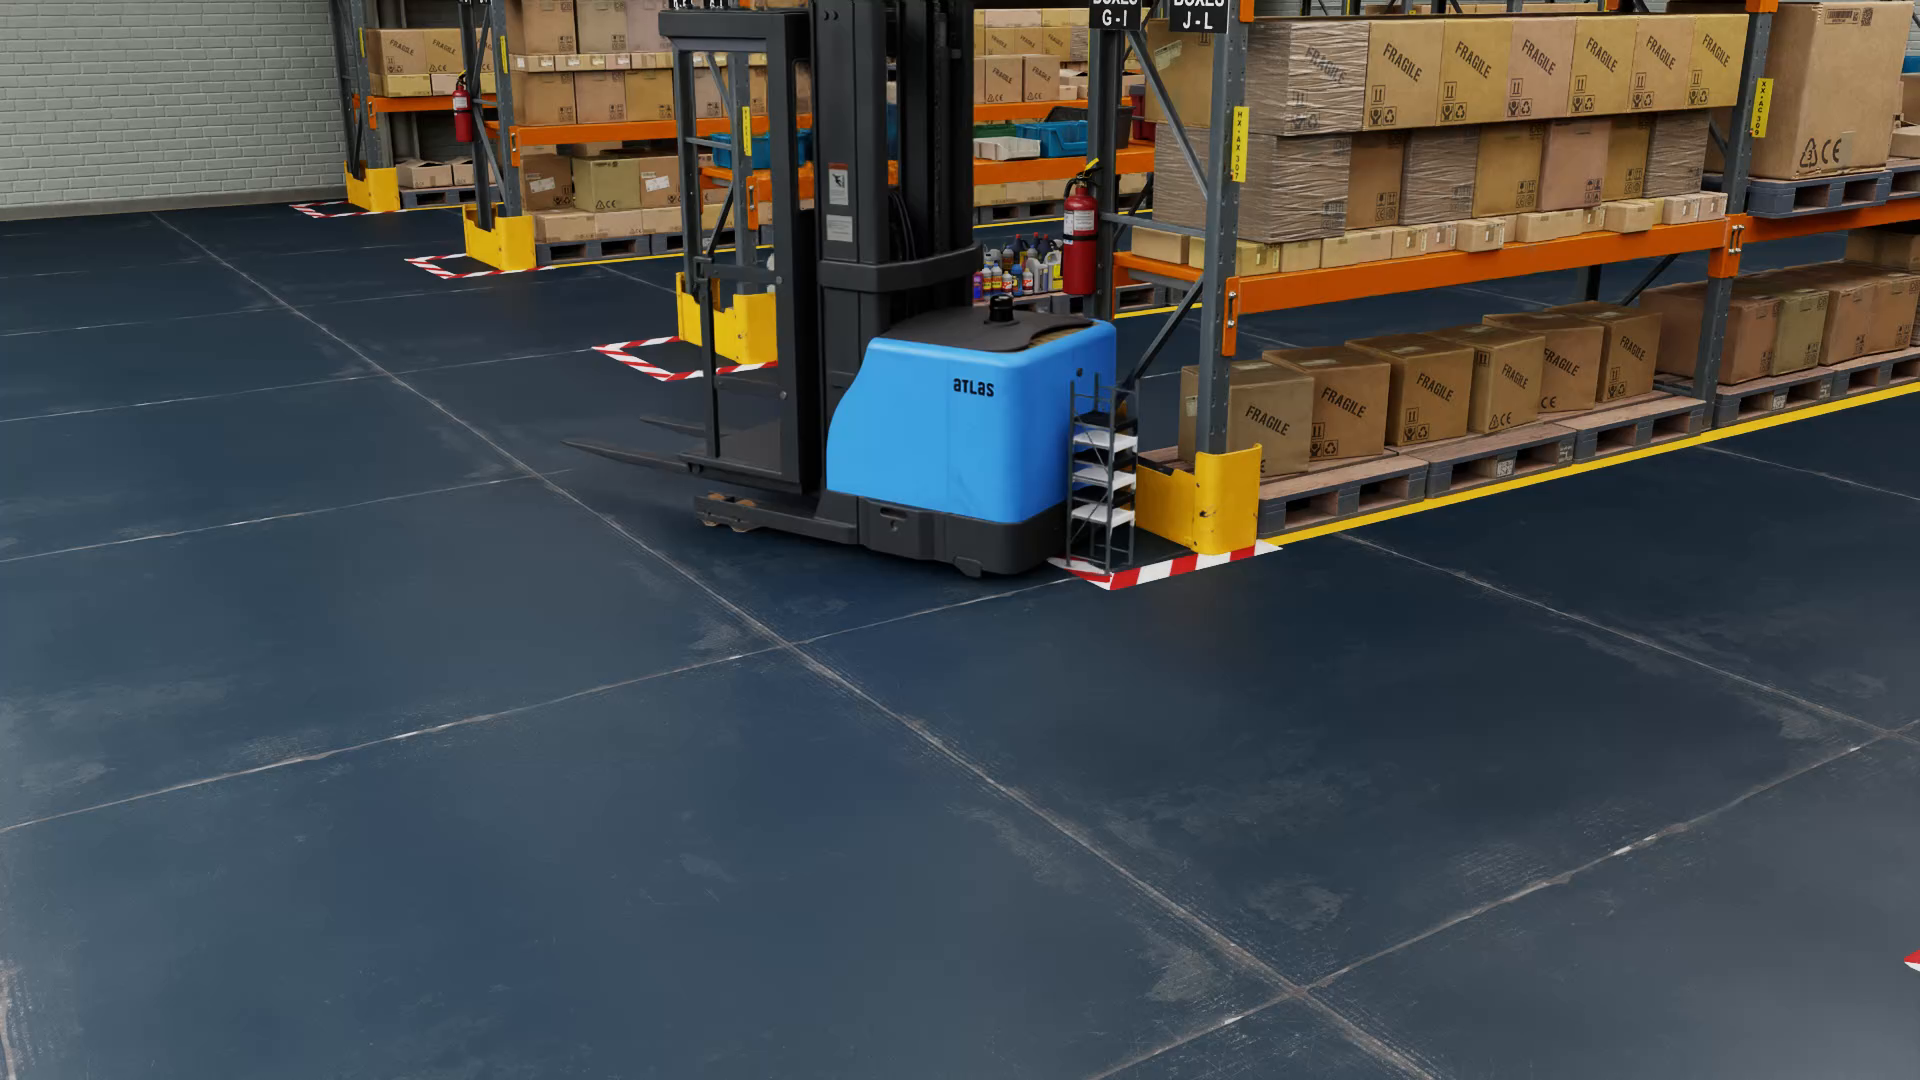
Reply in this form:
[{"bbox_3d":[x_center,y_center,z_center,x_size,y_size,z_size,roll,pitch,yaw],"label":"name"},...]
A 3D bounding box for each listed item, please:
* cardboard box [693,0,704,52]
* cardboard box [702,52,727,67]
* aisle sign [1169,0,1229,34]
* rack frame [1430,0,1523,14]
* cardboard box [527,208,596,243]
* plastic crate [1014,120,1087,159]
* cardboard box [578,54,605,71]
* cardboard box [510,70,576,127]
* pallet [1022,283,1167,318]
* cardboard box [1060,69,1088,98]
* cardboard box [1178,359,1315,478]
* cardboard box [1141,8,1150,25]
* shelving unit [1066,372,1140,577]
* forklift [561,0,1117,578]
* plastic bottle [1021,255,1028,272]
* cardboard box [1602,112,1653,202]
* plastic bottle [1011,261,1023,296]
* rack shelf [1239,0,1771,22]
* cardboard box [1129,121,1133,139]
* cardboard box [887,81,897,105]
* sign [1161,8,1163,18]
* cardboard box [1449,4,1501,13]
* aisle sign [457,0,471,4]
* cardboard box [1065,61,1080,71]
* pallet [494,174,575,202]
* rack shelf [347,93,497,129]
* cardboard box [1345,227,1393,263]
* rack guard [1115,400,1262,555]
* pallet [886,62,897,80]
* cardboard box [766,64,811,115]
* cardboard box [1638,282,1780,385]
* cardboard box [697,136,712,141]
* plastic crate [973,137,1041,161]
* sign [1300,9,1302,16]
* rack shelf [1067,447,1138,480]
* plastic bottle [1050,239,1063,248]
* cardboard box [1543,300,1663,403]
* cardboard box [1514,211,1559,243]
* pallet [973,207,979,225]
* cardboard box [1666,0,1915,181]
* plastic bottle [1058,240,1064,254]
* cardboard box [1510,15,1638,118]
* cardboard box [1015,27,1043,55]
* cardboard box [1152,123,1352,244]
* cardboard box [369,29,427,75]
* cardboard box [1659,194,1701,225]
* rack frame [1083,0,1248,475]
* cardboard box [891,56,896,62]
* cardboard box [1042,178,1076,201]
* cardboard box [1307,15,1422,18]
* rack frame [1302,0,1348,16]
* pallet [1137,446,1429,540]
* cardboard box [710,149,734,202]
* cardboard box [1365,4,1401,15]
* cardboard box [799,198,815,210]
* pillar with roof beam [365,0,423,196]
[{"bbox_3d":[-2.774,-5.184,16.713,0.500,0.500,0.700,-12,22,-31],"label":"cardboard box"},{"bbox_3d":[-2.541,-4.845,16.725,0.250,0.149,0.380,-11,22,-30],"label":"cardboard box"},{"bbox_3d":[1.068,-2.652,7.347,0.004,0.787,0.394,-12,22,-31],"label":"aisle sign"},{"bbox_3d":[4.912,-4.246,16.120,0.127,3.000,1.000,-12,22,-31],"label":"rack frame"},{"bbox_3d":[-3.920,-3.094,16.349,0.500,0.250,0.500,-12,22,-31],"label":"cardboard box"},{"bbox_3d":[0.796,-3.203,13.268,0.616,0.251,0.499,-12,22,-31],"label":"plastic crate"},{"bbox_3d":[-3.616,-4.619,16.056,0.250,0.149,0.380,-12,22,-31],"label":"cardboard box"},{"bbox_3d":[-4.094,-4.288,16.090,0.500,0.500,0.700,-12,22,-31],"label":"cardboard box"},{"bbox_3d":[0.988,-2.113,14.166,1.213,0.211,1.003,-12,22,-31],"label":"pallet"},{"bbox_3d":[1.337,-5.423,19.743,0.500,0.311,0.500,-12,22,-32],"label":"cardboard box"},{"bbox_3d":[1.485,-0.632,8.678,0.500,0.500,0.500,-8,20,-21],"label":"cardboard box"},{"bbox_3d":[2.555,-8.003,25.410,0.500,0.250,0.500,-11,22,-30],"label":"cardboard box"},{"bbox_3d":[0.661,-0.304,7.736,0.258,0.900,0.210,14,23,35],"label":"shelving unit"},{"bbox_3d":[-0.747,-1.553,8.261,3.031,2.935,1.130,12,22,31],"label":"forklift"},{"bbox_3d":[0.565,-2.182,13.571,0.133,0.283,0.061,-12,22,-31],"label":"plastic bottle"},{"bbox_3d":[3.449,-2.263,9.635,0.500,0.500,0.875,-12,22,-31],"label":"cardboard box"},{"bbox_3d":[0.455,-2.102,13.353,0.097,0.271,0.097,0,19,0],"label":"plastic bottle"},{"bbox_3d":[2.625,-2.944,8.710,4.000,0.370,1.077,-12,22,-31],"label":"rack shelf"},{"bbox_3d":[2.333,-6.632,25.878,0.750,0.750,0.750,-12,22,-31],"label":"cardboard box"},{"bbox_3d":[-0.763,-4.894,18.272,0.500,0.250,0.500,-10,21,-28],"label":"cardboard box"},{"bbox_3d":[3.111,-7.968,25.445,0.005,0.325,0.100,-12,22,-31],"label":"sign"},{"bbox_3d":[6.940,-6.986,22.508,0.500,0.500,0.500,-13,22,-33],"label":"cardboard box"},{"bbox_3d":[-4.707,-5.461,15.655,0.004,0.787,0.394,-12,22,-31],"label":"aisle sign"},{"bbox_3d":[1.592,-7.143,25.052,0.250,0.149,0.380,-13,22,-33],"label":"cardboard box"},{"bbox_3d":[-5.439,-4.526,21.304,1.213,0.211,1.003,-12,22,-31],"label":"pallet"},{"bbox_3d":[-5.548,-5.498,20.948,4.000,0.370,1.077,-12,22,-31],"label":"rack shelf"},{"bbox_3d":[1.958,-1.508,8.414,0.250,0.149,0.380,-12,22,-31],"label":"cardboard box"},{"bbox_3d":[1.018,-0.341,8.473,0.348,0.500,1.175,-12,22,-31],"label":"rack guard"},{"bbox_3d":[-1.073,-6.651,23.534,1.003,0.211,1.213,-12,22,-31],"label":"pallet"},{"bbox_3d":[-1.954,-4.740,17.425,0.500,0.500,0.700,-12,22,-32],"label":"cardboard box"},{"bbox_3d":[4.820,-1.343,10.750,0.500,0.500,0.700,-14,23,-36],"label":"cardboard box"},{"bbox_3d":[-3.272,-5.350,22.601,0.500,0.500,0.700,-11,22,-30],"label":"cardboard box"},{"bbox_3d":[0.355,-3.063,13.032,0.437,0.136,0.530,-12,22,-31],"label":"plastic crate"},{"bbox_3d":[5.845,-8.902,28.417,0.005,0.325,0.100,-12,22,-31],"label":"sign"},{"bbox_3d":[0.661,-0.357,7.718,0.258,0.077,0.200,14,23,35],"label":"rack shelf"},{"bbox_3d":[0.809,-2.456,14.392,0.135,0.276,0.152,-11,22,-29],"label":"plastic bottle"},{"bbox_3d":[3.939,-1.171,10.274,0.500,0.500,0.500,-13,22,-33],"label":"cardboard box"},{"bbox_3d":[3.017,-1.721,9.043,0.250,0.149,0.380,-12,22,-31],"label":"cardboard box"},{"bbox_3d":[-0.556,-3.686,18.818,1.213,0.211,1.003,-12,22,-31],"label":"pallet"},{"bbox_3d":[5.036,-2.802,10.257,1.000,1.000,1.000,-12,22,-31],"label":"cardboard box"},{"bbox_3d":[0.868,-2.431,14.307,0.133,0.283,0.061,-12,22,-31],"label":"plastic bottle"},{"bbox_3d":[3.236,-2.549,8.920,0.500,0.500,0.500,-12,22,-31],"label":"cardboard box"},{"bbox_3d":[0.867,-7.287,24.465,0.500,0.500,0.500,-12,22,-32],"label":"cardboard box"},{"bbox_3d":[1.429,-1.790,8.234,0.500,0.500,0.875,-12,22,-31],"label":"cardboard box"},{"bbox_3d":[-6.654,-5.784,19.702,0.500,0.500,0.500,-12,22,-31],"label":"cardboard box"},{"bbox_3d":[4.063,-1.939,9.690,0.250,0.149,0.380,-12,22,-31],"label":"cardboard box"},{"bbox_3d":[0.955,-1.512,8.033,0.127,3.000,1.000,-12,22,-31],"label":"rack frame"},{"bbox_3d":[-0.924,-7.066,23.619,0.500,0.500,0.700,-15,24,-38],"label":"cardboard box"},{"bbox_3d":[1.035,-4.130,19.416,0.500,0.250,0.500,-11,22,-30],"label":"cardboard box"},{"bbox_3d":[2.112,-2.514,8.815,0.500,0.500,0.500,-12,22,-31],"label":"cardboard box"},{"bbox_3d":[6.145,-8.305,28.126,0.127,3.000,1.000,-12,22,-31],"label":"rack frame"},{"bbox_3d":[1.716,-0.338,8.915,1.213,0.211,1.003,-12,22,-31],"label":"pallet"},{"bbox_3d":[-2.256,-3.804,17.281,0.500,0.500,0.500,-12,22,-31],"label":"cardboard box"},{"bbox_3d":[5.812,-6.955,22.417,0.500,0.500,0.500,-12,22,-31],"label":"cardboard box"},{"bbox_3d":[-1.840,-3.538,17.663,0.500,0.250,0.500,-12,22,-31],"label":"cardboard box"},{"bbox_3d":[-4.741,-7.532,16.473,0.400,9.000,9.100,-12,22,-31],"label":"pillar with roof beam"}]
